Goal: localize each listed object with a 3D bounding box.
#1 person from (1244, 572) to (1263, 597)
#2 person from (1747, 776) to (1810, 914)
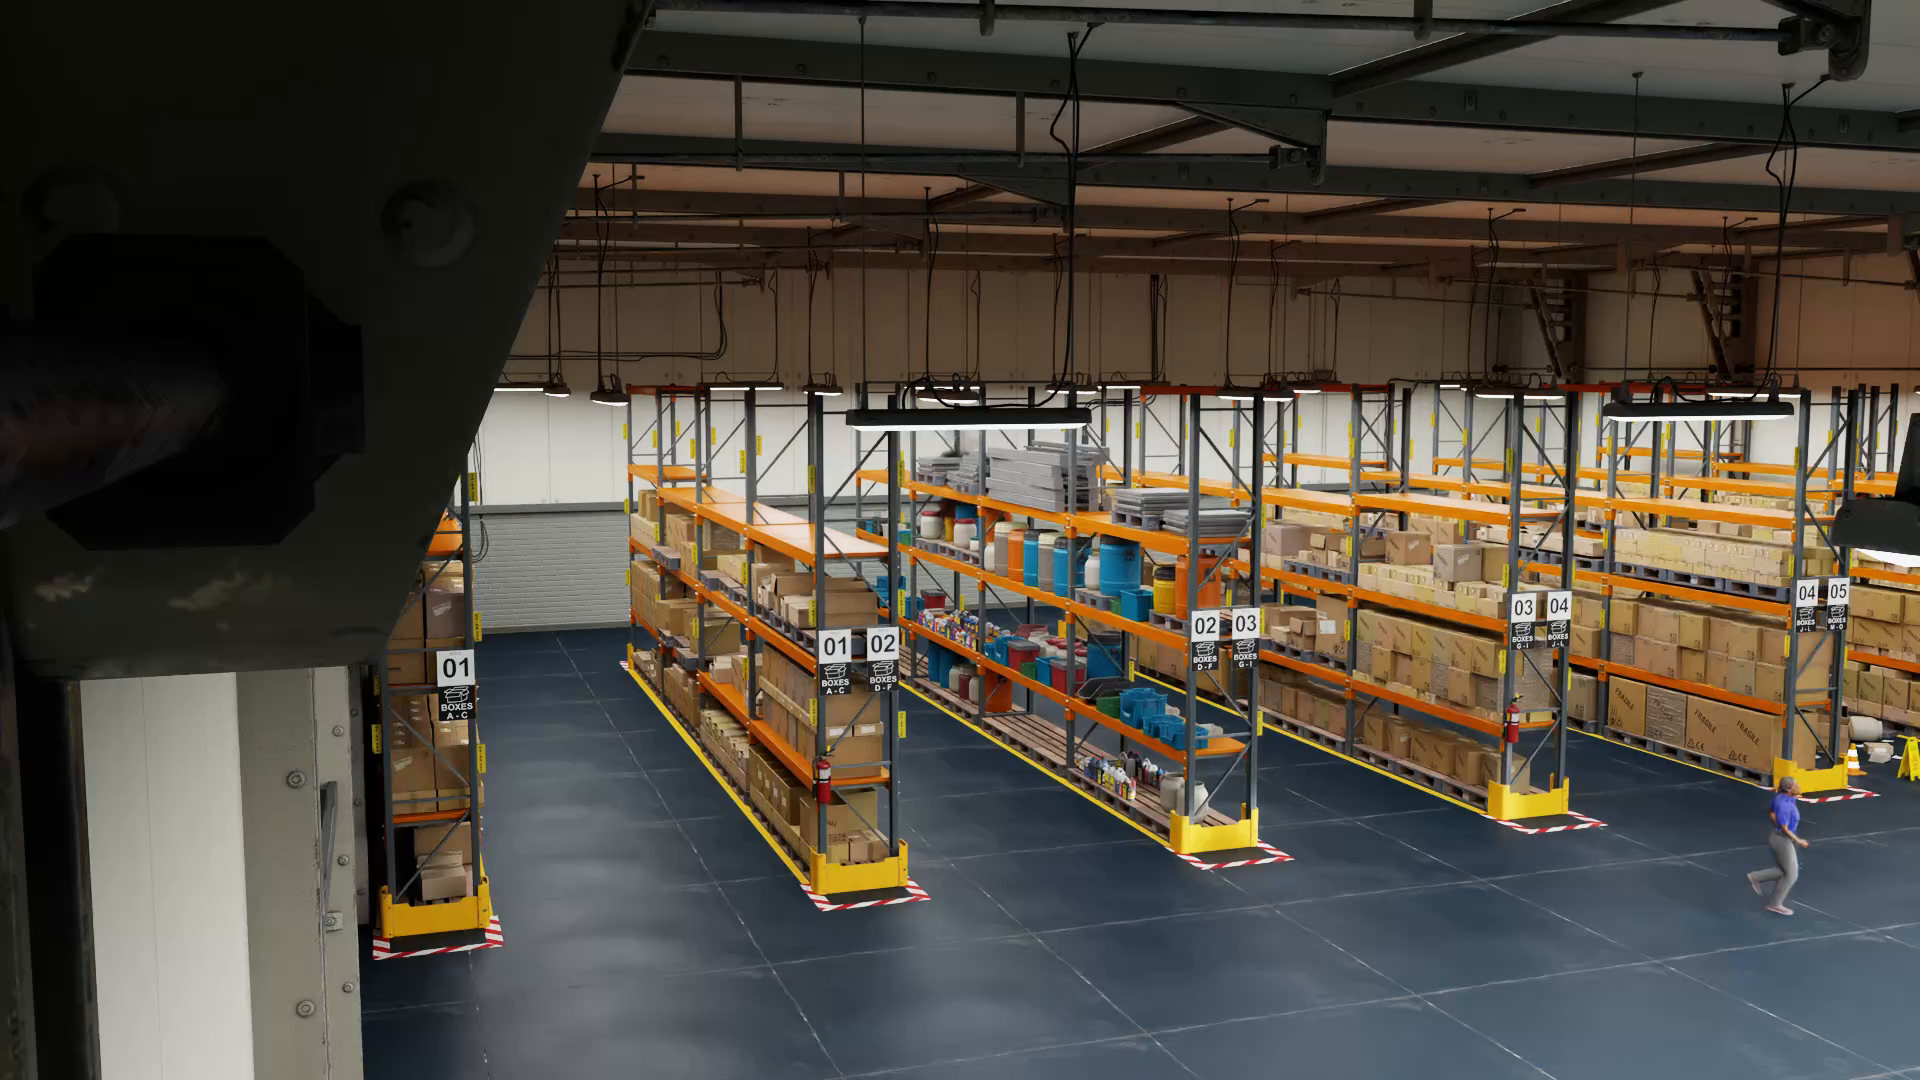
[{"bbox_3d":[6.518,1.540,37.860,0.704,1.823,0.903,-2,6,-14],"label":"person"},{"bbox_3d":[9.541,3.541,19.377,0.634,1.625,0.584,2,6,19],"label":"person"}]
